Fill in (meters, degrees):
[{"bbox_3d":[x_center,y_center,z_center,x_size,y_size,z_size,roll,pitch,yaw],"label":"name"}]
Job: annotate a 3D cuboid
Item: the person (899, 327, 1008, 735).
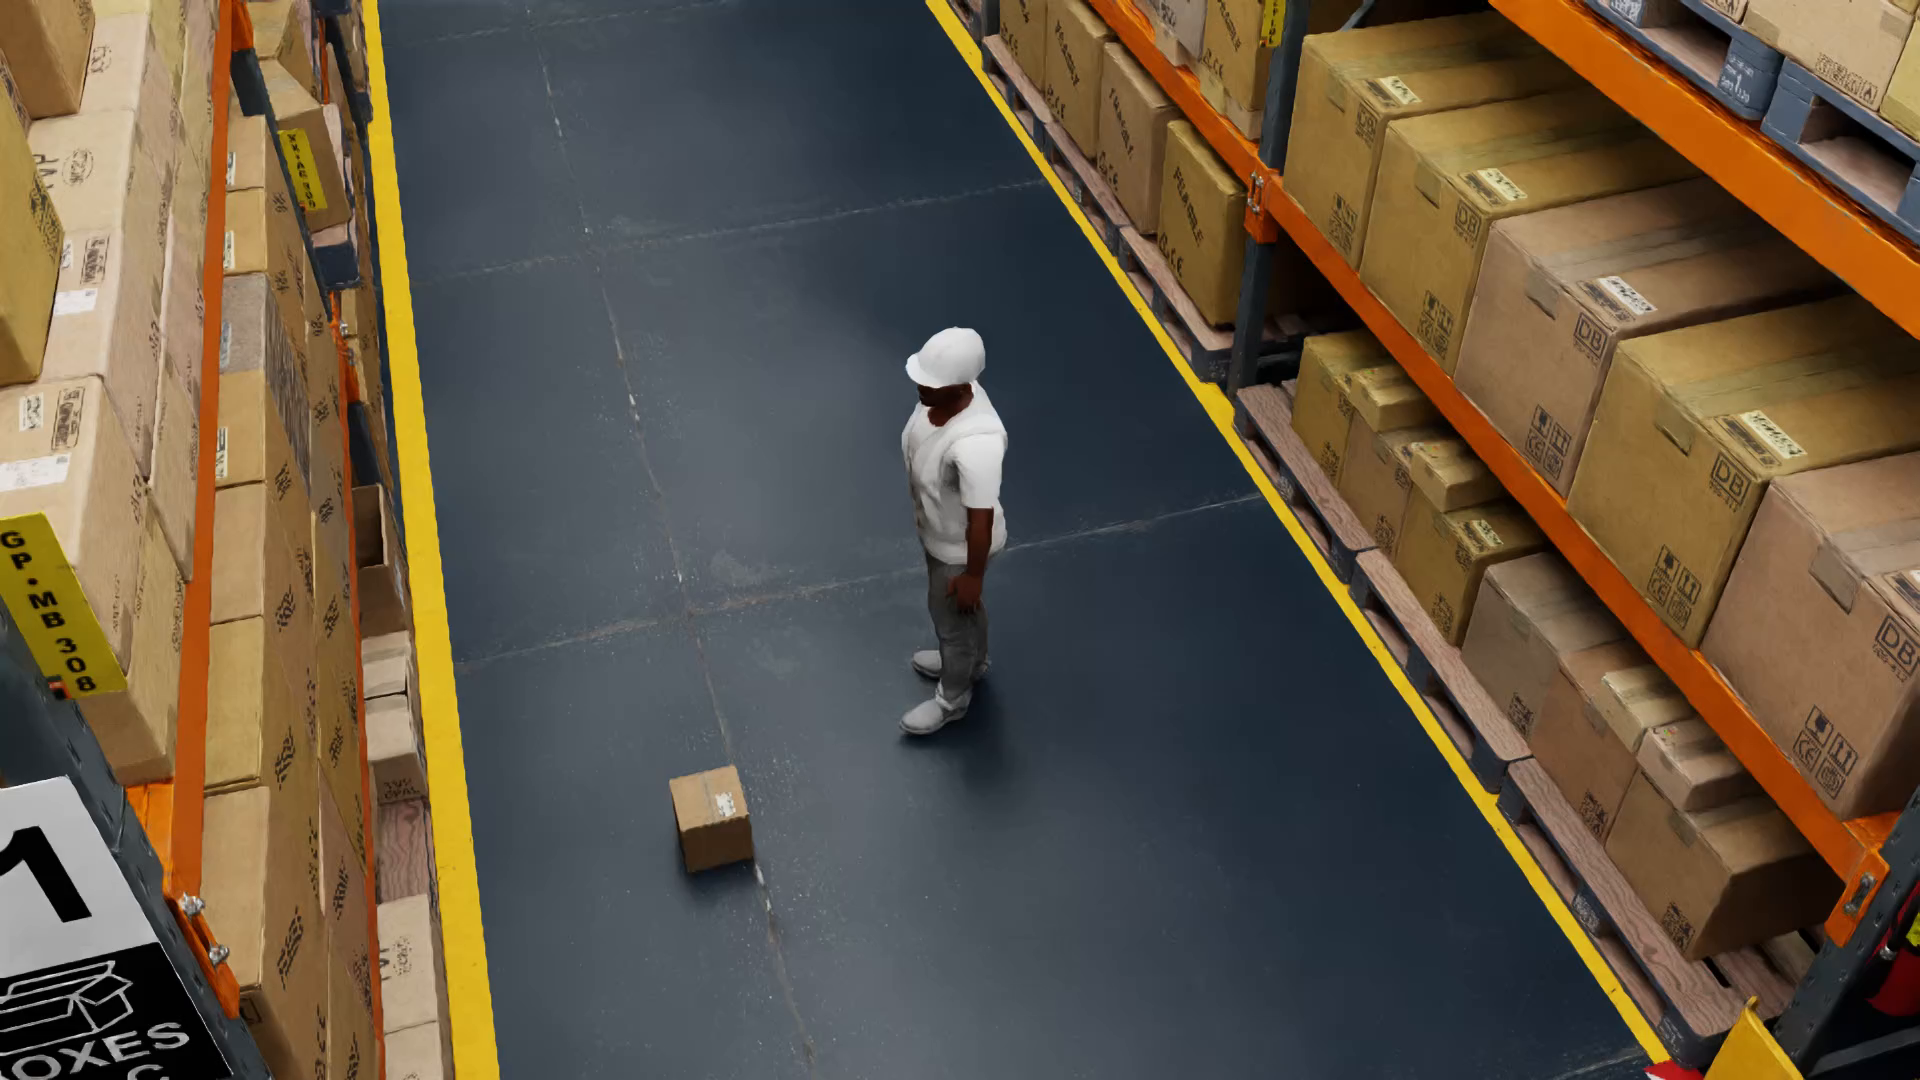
[{"bbox_3d":[-0.074,-0.046,6.164,0.440,1.770,0.660,-10,43,-11],"label":"person"}]
